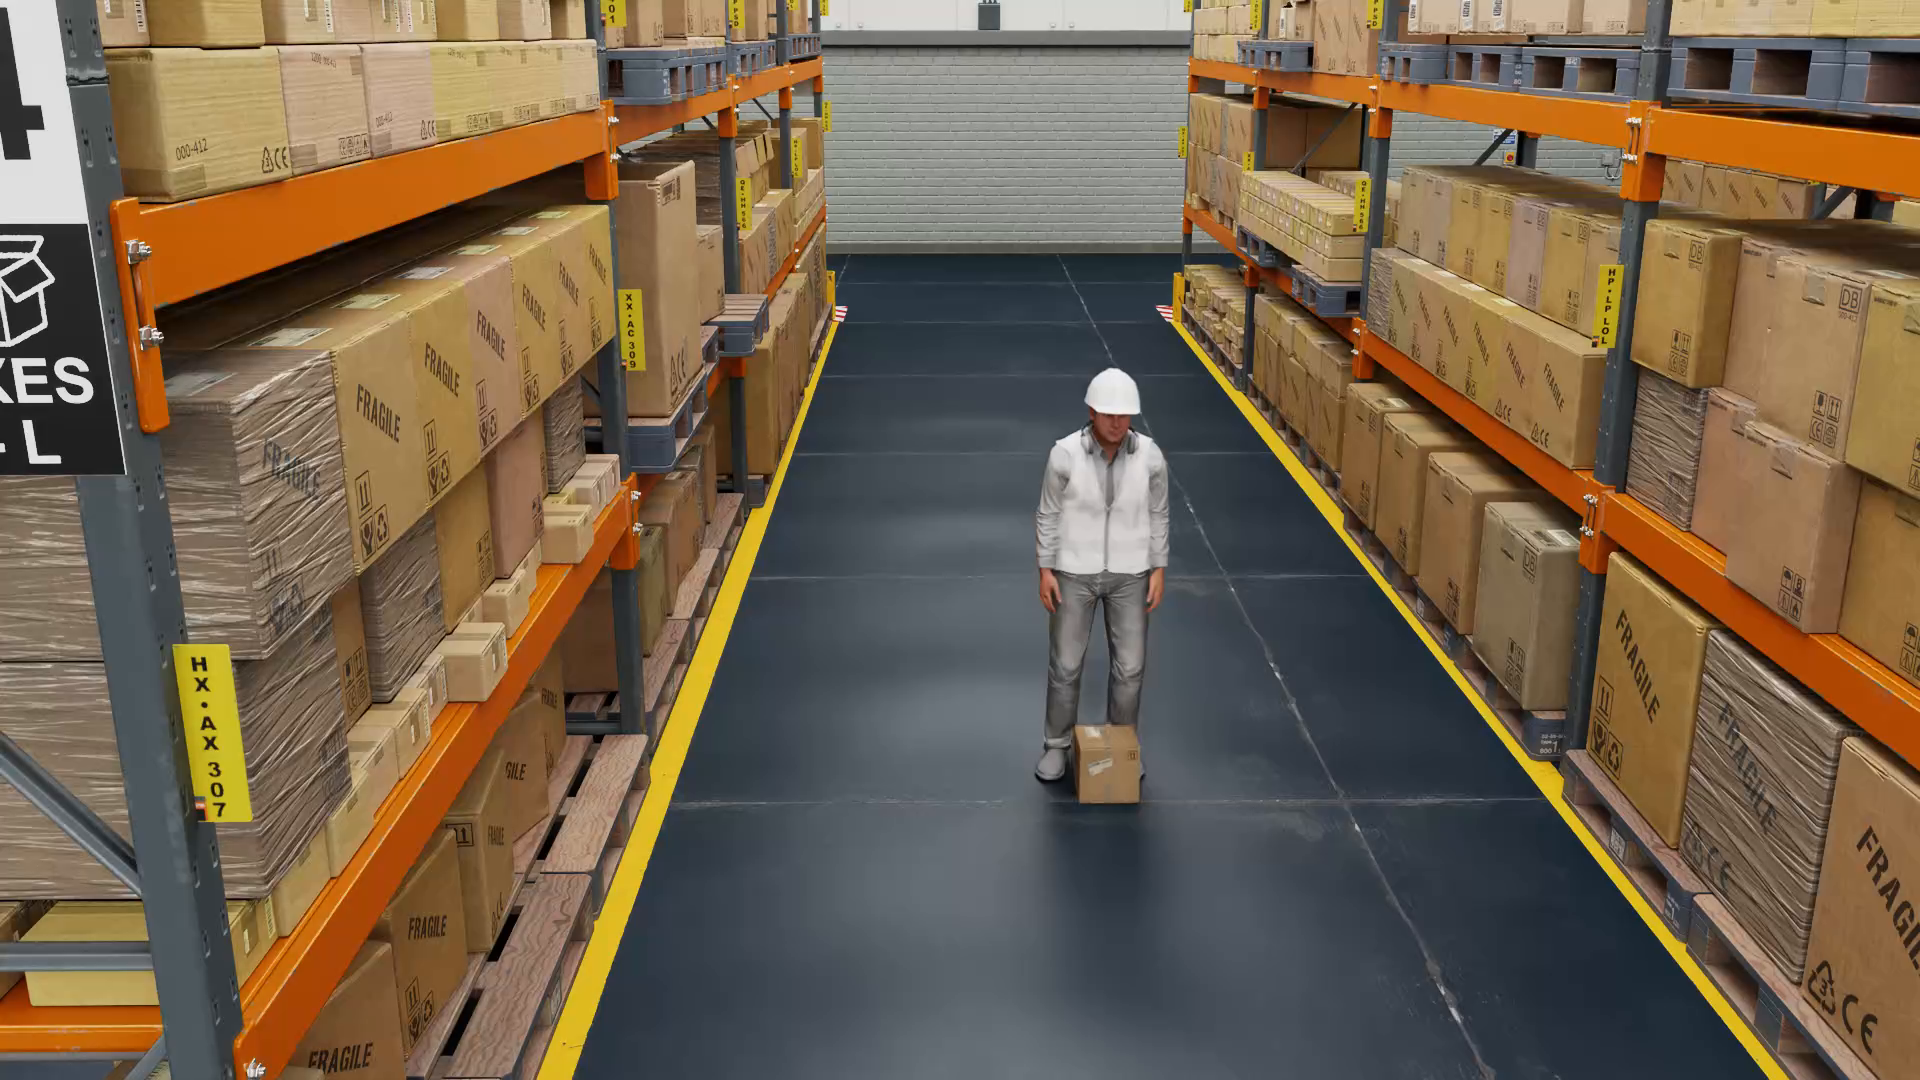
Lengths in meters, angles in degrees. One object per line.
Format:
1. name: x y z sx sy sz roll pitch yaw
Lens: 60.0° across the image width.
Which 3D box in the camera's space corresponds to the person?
1. person: 0.603 0.140 7.040 0.571 1.771 0.457 -1 17 -3
